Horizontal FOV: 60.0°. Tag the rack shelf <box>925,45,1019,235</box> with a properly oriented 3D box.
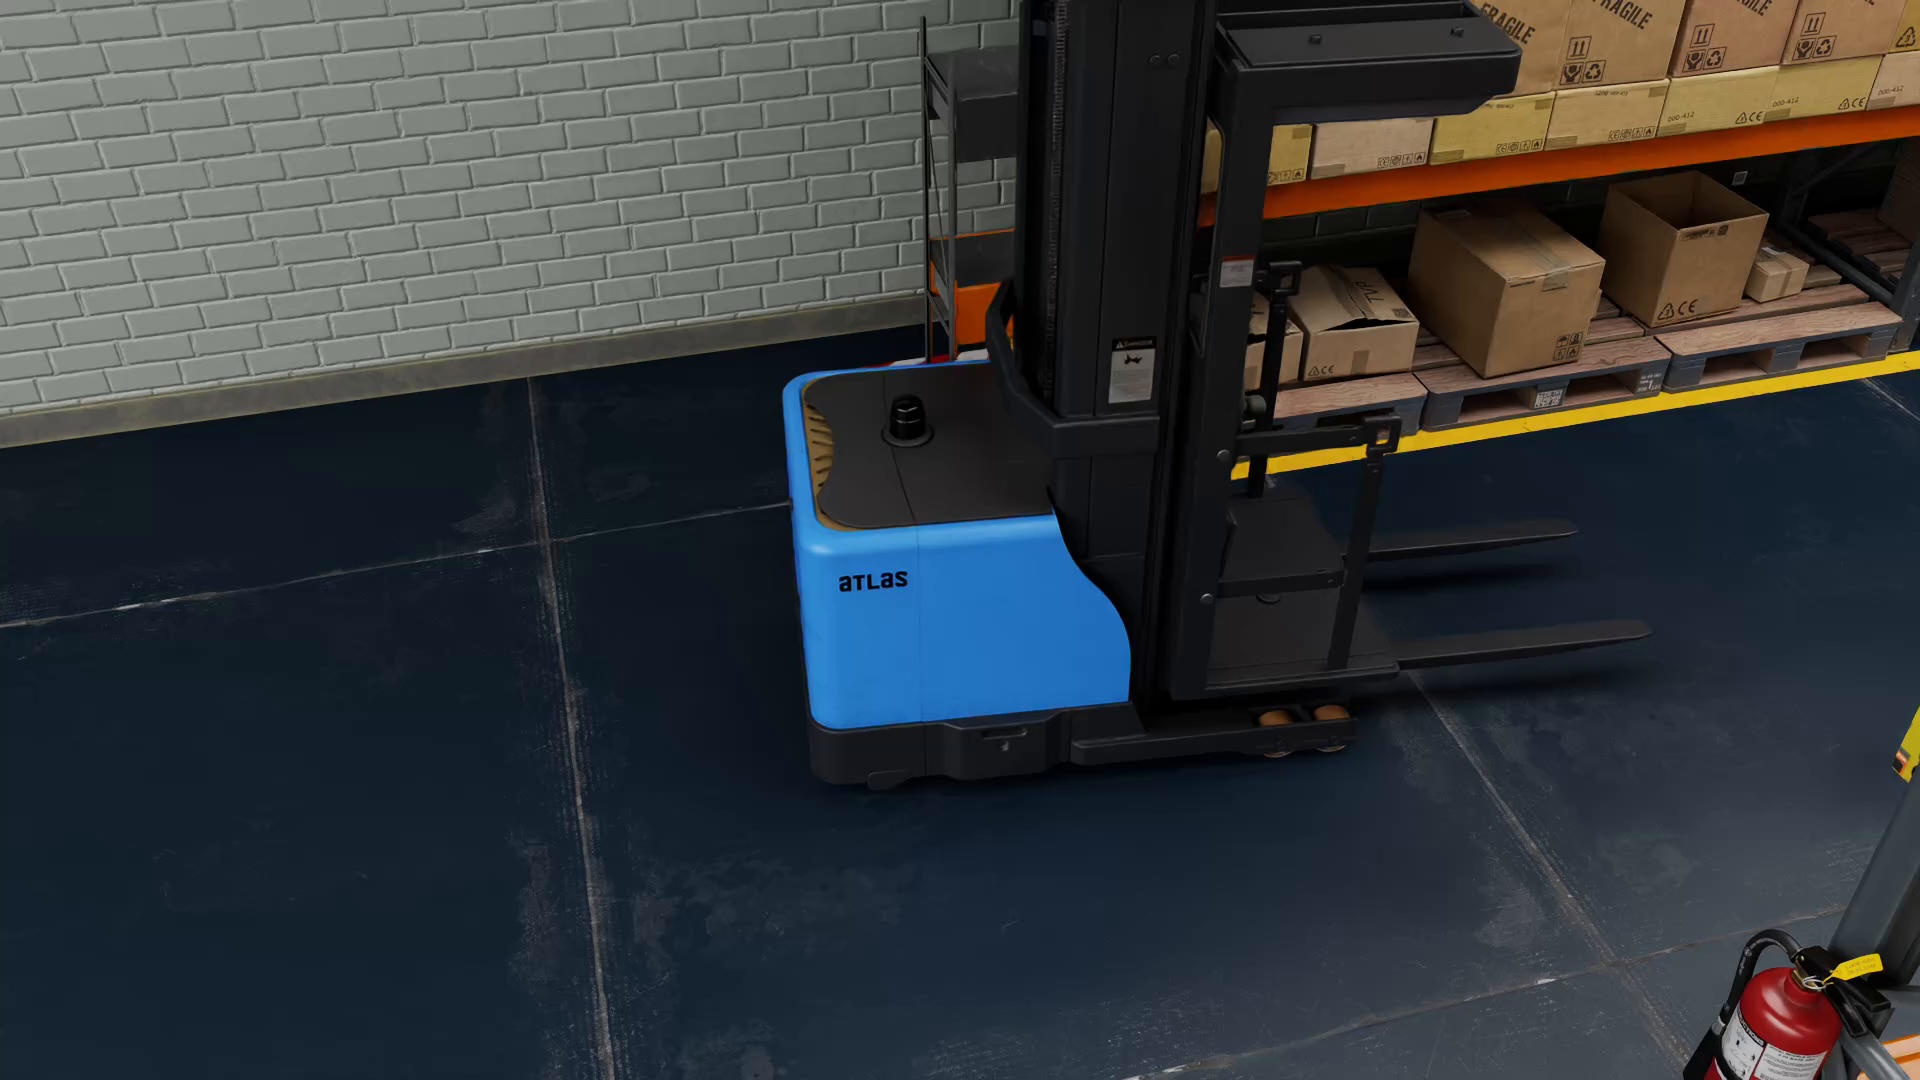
[{"bbox_3d":[0.160,-1.405,5.729,0.480,0.518,0.431,-9,38,-12],"label":"rack shelf"}]

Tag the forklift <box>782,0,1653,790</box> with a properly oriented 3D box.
[{"bbox_3d":[0.936,-0.726,5.286,3.031,2.935,1.130,-5,38,-6],"label":"forklift"}]

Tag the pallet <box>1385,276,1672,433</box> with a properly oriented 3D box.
[{"bbox_3d":[2.508,-0.942,7.808,1.213,0.211,1.003,-9,38,-12],"label":"pallet"}]

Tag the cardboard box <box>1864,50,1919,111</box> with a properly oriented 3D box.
[{"bbox_3d":[3.949,-2.068,7.091,0.500,0.250,0.500,-9,38,-12],"label":"cardboard box"}]

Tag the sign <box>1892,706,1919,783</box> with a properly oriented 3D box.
[{"bbox_3d":[1.632,0.292,2.751,0.005,0.325,0.100,-9,38,-12],"label":"sign"}]

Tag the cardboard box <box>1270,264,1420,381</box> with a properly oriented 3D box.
[{"bbox_3d":[1.707,-0.992,7.429,0.500,0.311,0.500,-6,38,-8],"label":"cardboard box"}]

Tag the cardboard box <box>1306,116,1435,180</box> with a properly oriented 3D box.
[{"bbox_3d":[1.517,-1.668,6.569,0.500,0.250,0.500,-10,39,-13],"label":"cardboard box"}]

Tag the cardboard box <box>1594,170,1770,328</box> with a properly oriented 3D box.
[{"bbox_3d":[3.335,-1.366,7.762,0.500,0.500,0.500,-12,39,-15],"label":"cardboard box"}]

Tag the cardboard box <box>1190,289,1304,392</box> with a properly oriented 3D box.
[{"bbox_3d":[1.157,-0.902,7.311,0.500,0.311,0.500,-14,39,-17],"label":"cardboard box"}]

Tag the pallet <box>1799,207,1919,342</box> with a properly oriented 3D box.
[{"bbox_3d":[5.078,-1.389,8.392,1.213,0.211,1.003,-9,38,-12],"label":"pallet"}]

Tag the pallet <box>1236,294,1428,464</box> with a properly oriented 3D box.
[{"bbox_3d":[1.332,-0.751,7.558,1.213,0.211,1.003,-9,38,-12],"label":"pallet"}]

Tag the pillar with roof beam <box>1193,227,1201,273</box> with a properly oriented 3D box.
[{"bbox_3d":[2.038,-2.214,2.238,0.400,9.000,9.100,-9,38,-12],"label":"pillar with roof beam"}]

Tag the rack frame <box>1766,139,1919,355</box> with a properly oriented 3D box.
[{"bbox_3d":[4.327,-2.372,7.382,0.127,3.000,1.000,-9,38,-12],"label":"rack frame"}]

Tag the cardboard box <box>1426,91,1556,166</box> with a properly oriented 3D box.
[{"bbox_3d":[2.010,-1.746,6.670,0.500,0.250,0.500,-10,39,-13],"label":"cardboard box"}]

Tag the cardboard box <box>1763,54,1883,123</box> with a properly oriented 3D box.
[{"bbox_3d":[3.465,-1.993,6.994,0.500,0.250,0.500,-9,38,-12],"label":"cardboard box"}]

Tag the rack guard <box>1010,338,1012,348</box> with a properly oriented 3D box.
[{"bbox_3d":[0.538,-0.758,7.329,0.348,0.500,1.175,-9,38,-12],"label":"rack guard"}]

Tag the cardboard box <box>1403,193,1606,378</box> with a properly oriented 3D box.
[{"bbox_3d":[2.428,-1.154,7.485,0.500,0.500,0.700,-12,39,-15],"label":"cardboard box"}]

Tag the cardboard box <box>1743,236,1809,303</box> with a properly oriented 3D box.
[{"bbox_3d":[3.818,-1.319,7.975,0.250,0.166,0.380,-14,40,-18],"label":"cardboard box"}]

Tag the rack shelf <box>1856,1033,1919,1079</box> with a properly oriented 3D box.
[{"bbox_3d":[3.691,1.136,3.389,4.000,0.370,1.077,-9,38,-12],"label":"rack shelf"}]

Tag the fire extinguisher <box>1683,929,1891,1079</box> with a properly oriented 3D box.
[{"bbox_3d":[1.525,0.944,3.111,0.183,0.674,0.296,-9,38,-12],"label":"fire extinguisher"}]

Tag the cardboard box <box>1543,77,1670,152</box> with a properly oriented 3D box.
[{"bbox_3d":[2.499,-1.824,6.773,0.500,0.250,0.500,-9,38,-12],"label":"cardboard box"}]

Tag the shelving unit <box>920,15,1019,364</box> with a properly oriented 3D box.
[{"bbox_3d":[0.160,-0.860,6.146,0.503,2.100,0.431,-9,38,-12],"label":"shelving unit"}]

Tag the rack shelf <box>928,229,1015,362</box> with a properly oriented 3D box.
[{"bbox_3d":[0.160,-0.849,6.154,0.480,0.518,0.431,-9,38,-12],"label":"rack shelf"}]

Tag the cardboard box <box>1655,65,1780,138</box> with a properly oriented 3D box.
[{"bbox_3d":[2.984,-1.905,6.878,0.500,0.250,0.500,-10,38,-12],"label":"cardboard box"}]

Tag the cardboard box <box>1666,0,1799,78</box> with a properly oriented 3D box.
[{"bbox_3d":[2.982,-2.206,6.655,0.500,0.500,0.500,-10,39,-13],"label":"cardboard box"}]

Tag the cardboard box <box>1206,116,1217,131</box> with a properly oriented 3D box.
[{"bbox_3d":[1.004,-1.884,6.234,0.500,0.500,0.500,-9,38,-12],"label":"cardboard box"}]

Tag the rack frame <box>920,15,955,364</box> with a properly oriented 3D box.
[{"bbox_3d":[-0.076,-0.821,6.095,0.015,2.100,0.400,-9,38,-12],"label":"rack frame"}]

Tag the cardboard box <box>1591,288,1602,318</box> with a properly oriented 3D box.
[{"bbox_3d":[2.777,-1.173,7.799,0.250,0.149,0.380,-12,39,-16],"label":"cardboard box"}]

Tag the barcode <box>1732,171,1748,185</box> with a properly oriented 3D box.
[{"bbox_3d":[3.743,-1.736,7.983,0.075,0.075,0.001,-9,38,-12],"label":"barcode"}]

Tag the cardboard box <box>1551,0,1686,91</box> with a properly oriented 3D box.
[{"bbox_3d":[2.480,-2.123,6.547,0.500,0.500,0.500,-8,38,-11],"label":"cardboard box"}]

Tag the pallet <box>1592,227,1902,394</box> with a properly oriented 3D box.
[{"bbox_3d":[3.688,-1.137,8.063,1.213,0.211,1.003,-9,38,-12],"label":"pallet"}]

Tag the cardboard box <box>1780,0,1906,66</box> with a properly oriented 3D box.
[{"bbox_3d":[3.471,-2.280,6.751,0.500,0.500,0.500,-10,38,-12],"label":"cardboard box"}]

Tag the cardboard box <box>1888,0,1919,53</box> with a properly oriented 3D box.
[{"bbox_3d":[3.951,-2.362,6.859,0.500,0.500,0.500,-9,38,-12],"label":"cardboard box"}]

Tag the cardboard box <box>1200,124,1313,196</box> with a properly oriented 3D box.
[{"bbox_3d":[1.019,-1.578,6.451,0.500,0.250,0.500,-10,39,-13],"label":"cardboard box"}]

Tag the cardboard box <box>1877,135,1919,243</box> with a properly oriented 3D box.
[{"bbox_3d":[5.033,-1.680,8.173,0.500,0.500,0.700,-8,38,-10],"label":"cardboard box"}]

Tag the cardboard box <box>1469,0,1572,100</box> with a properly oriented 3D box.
[{"bbox_3d":[1.985,-2.035,6.431,0.500,0.500,0.500,-11,39,-13],"label":"cardboard box"}]

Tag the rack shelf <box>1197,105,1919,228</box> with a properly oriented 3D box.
[{"bbox_3d":[2.396,-1.769,7.186,4.000,0.370,1.077,-9,38,-12],"label":"rack shelf"}]
